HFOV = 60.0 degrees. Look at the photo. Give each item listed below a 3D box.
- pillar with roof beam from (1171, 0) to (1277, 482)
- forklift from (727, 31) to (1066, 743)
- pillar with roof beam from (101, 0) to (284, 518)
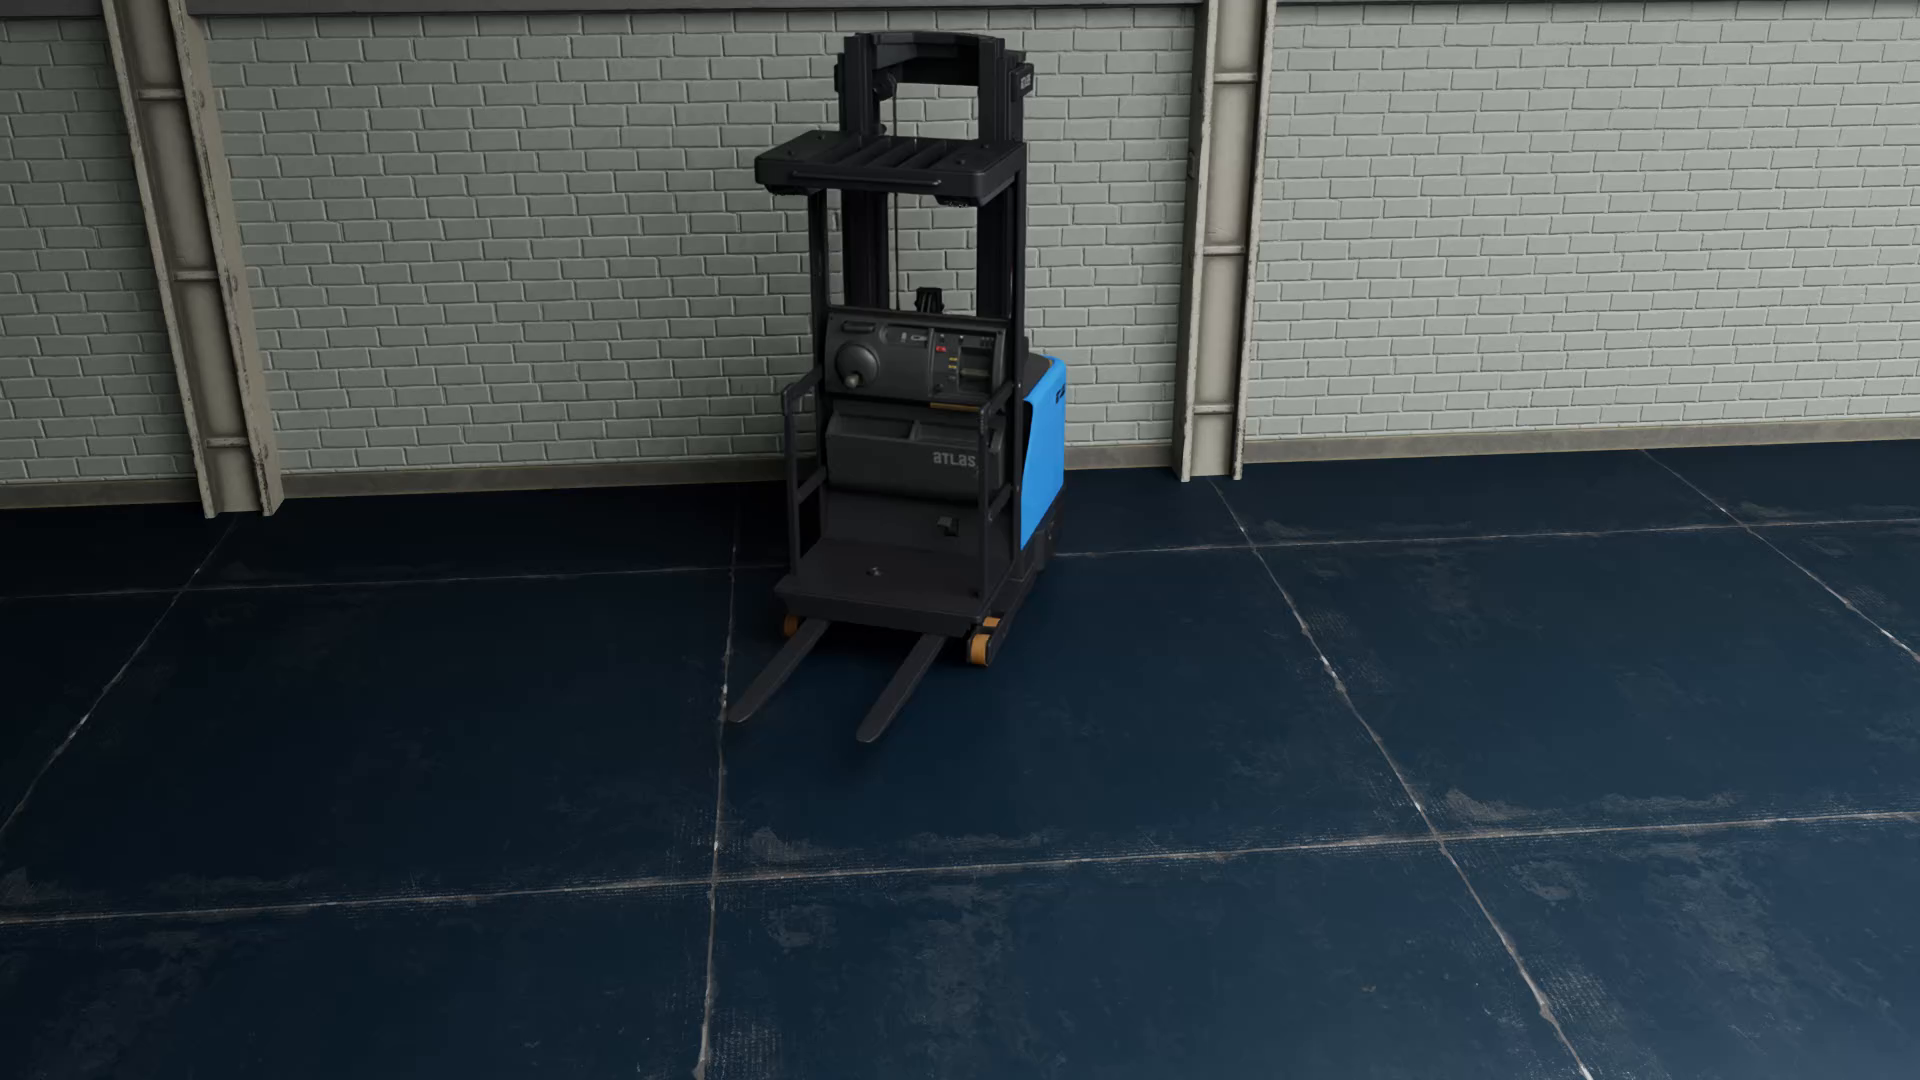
[{"bbox_3d":[2.011,-2.813,5.001,0.400,9.000,9.100,-2,24,-5],"label":"pillar with roof beam"},{"bbox_3d":[-0.288,-0.885,8.132,1.130,2.935,3.031,7,25,15],"label":"forklift"},{"bbox_3d":[-3.960,-2.574,4.462,0.400,9.000,9.100,-2,24,-5],"label":"pillar with roof beam"}]
